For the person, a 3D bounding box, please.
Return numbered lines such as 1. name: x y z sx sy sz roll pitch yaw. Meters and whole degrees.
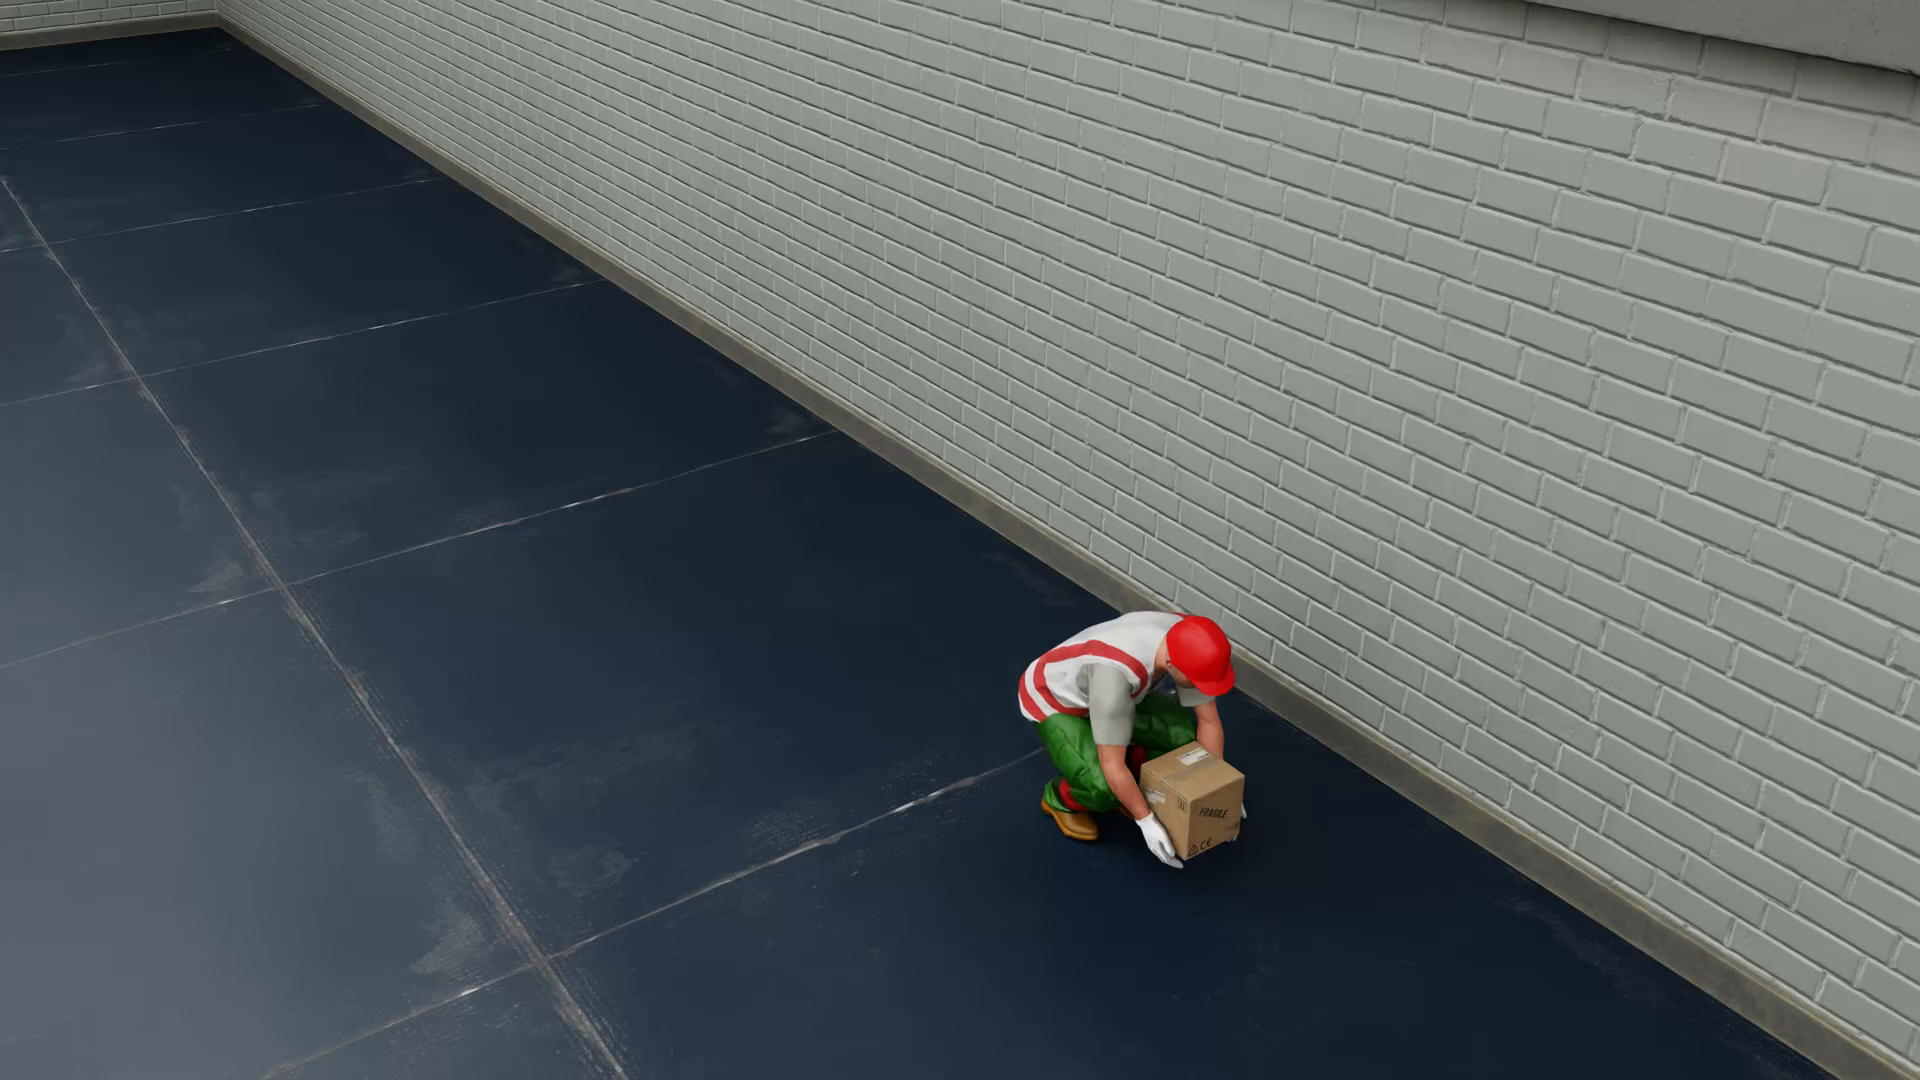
1. person: 0.599 0.607 5.821 0.570 0.992 0.871 -19 33 -31
